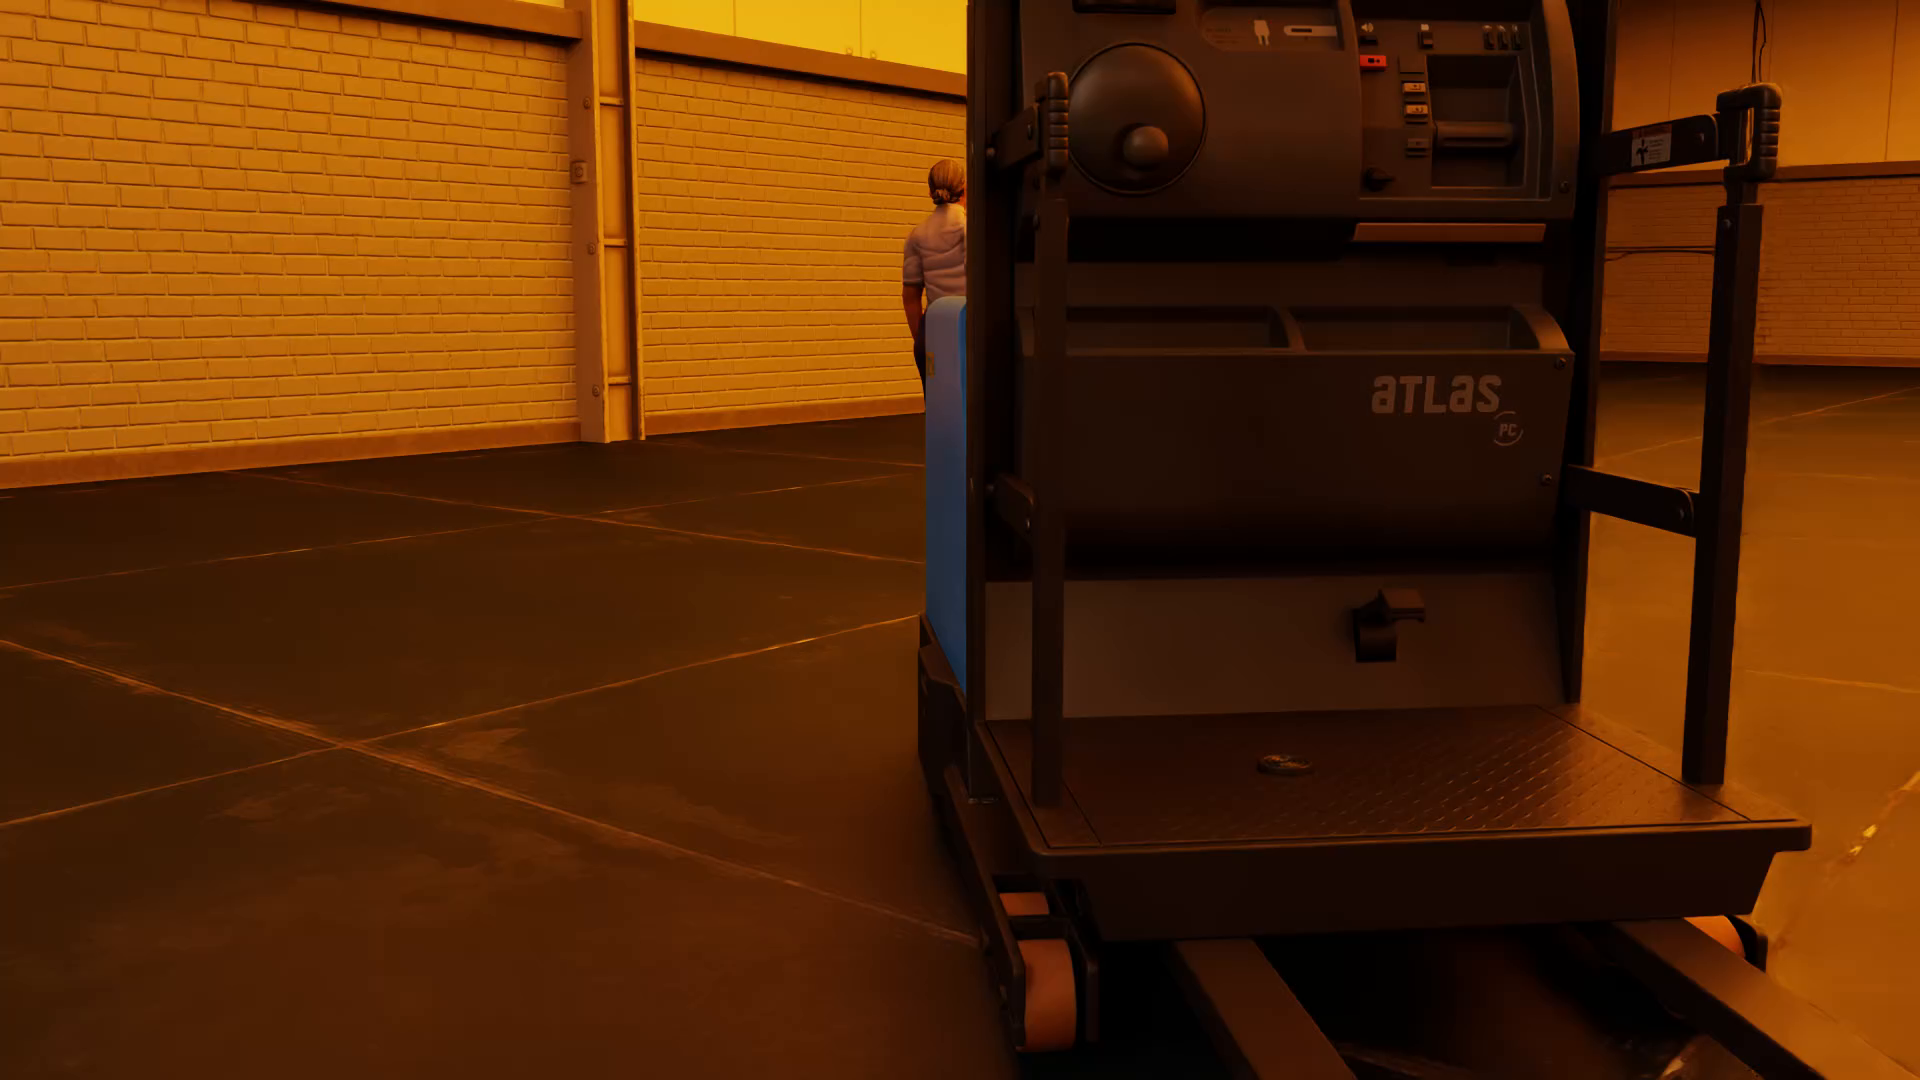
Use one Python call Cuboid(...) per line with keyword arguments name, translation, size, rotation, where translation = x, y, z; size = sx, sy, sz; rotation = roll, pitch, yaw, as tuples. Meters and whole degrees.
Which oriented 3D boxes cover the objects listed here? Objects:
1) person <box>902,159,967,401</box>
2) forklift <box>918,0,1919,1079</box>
Cuboid(name="person", translation=(0.075, -0.826, 7.340), size=(0.598, 1.643, 0.502), rotation=(7, 11, 38))
Cuboid(name="forklift", translation=(0.583, -0.766, 2.521), size=(1.130, 2.935, 3.031), rotation=(-1, 8, -6))
